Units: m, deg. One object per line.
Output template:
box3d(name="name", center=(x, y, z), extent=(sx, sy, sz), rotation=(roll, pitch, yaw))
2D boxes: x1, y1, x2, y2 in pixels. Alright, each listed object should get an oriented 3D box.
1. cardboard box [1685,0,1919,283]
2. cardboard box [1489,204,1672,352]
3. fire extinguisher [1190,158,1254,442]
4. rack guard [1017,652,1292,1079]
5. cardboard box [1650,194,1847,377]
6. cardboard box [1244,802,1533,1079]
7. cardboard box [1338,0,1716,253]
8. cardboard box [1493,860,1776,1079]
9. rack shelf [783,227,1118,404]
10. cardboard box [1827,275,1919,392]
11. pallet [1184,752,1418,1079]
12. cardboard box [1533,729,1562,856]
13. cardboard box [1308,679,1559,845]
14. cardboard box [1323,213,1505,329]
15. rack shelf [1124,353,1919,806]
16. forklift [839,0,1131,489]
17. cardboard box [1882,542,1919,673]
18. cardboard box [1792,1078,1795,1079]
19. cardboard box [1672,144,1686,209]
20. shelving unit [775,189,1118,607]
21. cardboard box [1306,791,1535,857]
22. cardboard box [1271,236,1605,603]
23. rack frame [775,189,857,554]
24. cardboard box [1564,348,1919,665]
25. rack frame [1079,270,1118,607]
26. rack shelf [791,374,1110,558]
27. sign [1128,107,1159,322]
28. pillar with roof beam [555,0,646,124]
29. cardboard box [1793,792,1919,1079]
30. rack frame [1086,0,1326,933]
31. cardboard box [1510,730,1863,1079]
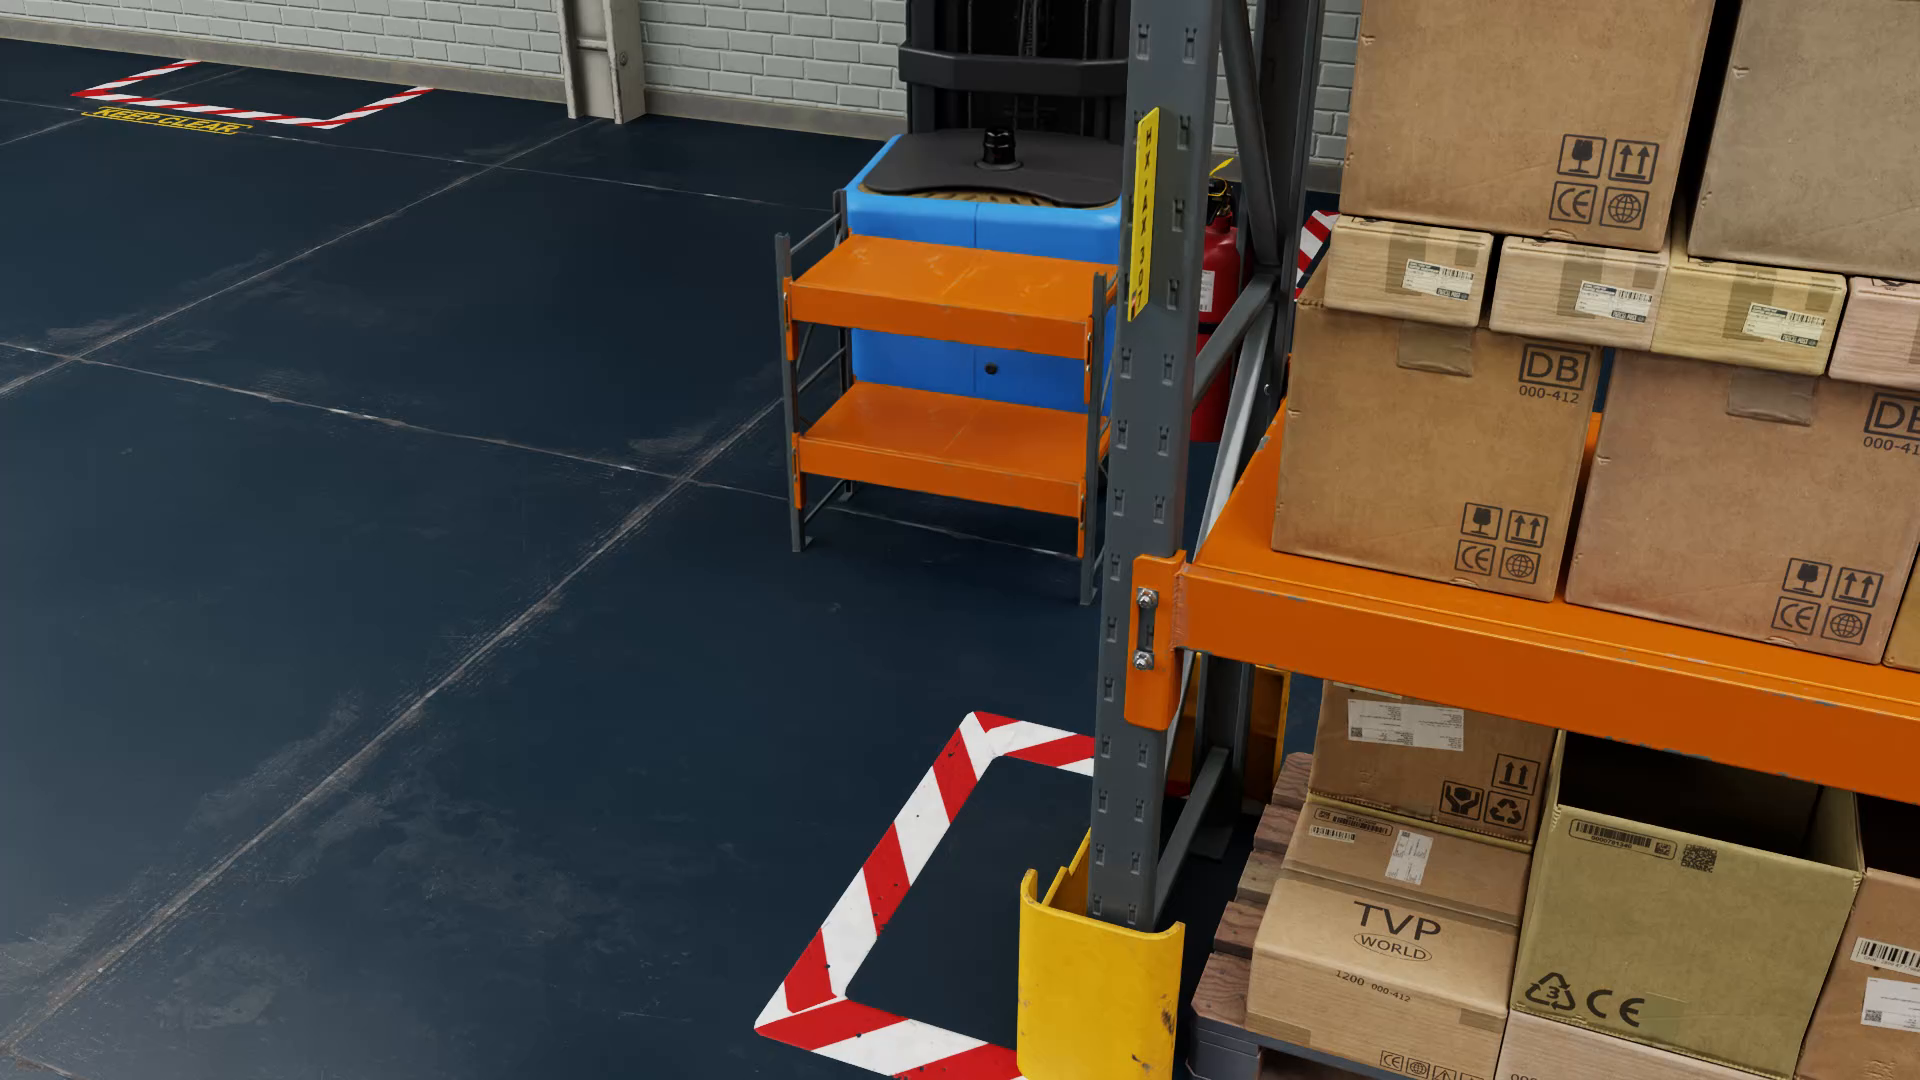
box3d(name="cardboard box", center=(1.473, -0.769, 2.642), extent=(0.500, 0.500, 0.700), rotation=(10, 31, 18))
box3d(name="cardboard box", center=(1.035, -0.465, 2.764), extent=(0.250, 0.149, 0.380), rotation=(10, 31, 18))
box3d(name="fire extinguisher", center=(0.572, -0.558, 3.767), extent=(0.183, 0.674, 0.296), rotation=(11, 31, 19))
box3d(name="rack guard", center=(0.485, 0.726, 3.957), extent=(0.348, 0.500, 1.175), rotation=(11, 31, 19))
box3d(name="cardboard box", center=(1.266, -0.418, 2.681), extent=(0.250, 0.149, 0.380), rotation=(11, 31, 19))
box3d(name="cardboard box", center=(0.920, 0.857, 3.553), extent=(0.500, 0.250, 0.500), rotation=(11, 31, 19))
box3d(name="cardboard box", center=(0.984, -0.864, 2.810), extent=(0.500, 0.500, 0.700), rotation=(11, 31, 19))
box3d(name="cardboard box", center=(1.385, 0.948, 3.392), extent=(0.500, 0.250, 0.500), rotation=(11, 31, 19))
box3d(name="rack shelf", center=(0.005, -0.731, 5.305), extent=(1.000, 0.278, 0.538), rotation=(10, 31, 17))
box3d(name="cardboard box", center=(1.499, -0.371, 2.597), extent=(0.250, 0.149, 0.380), rotation=(11, 31, 18))
box3d(name="pallet", center=(1.231, 0.979, 3.804), extent=(1.213, 0.211, 1.003), rotation=(11, 31, 19))
box3d(name="cardboard box", center=(1.583, 0.708, 3.817), extent=(0.500, 0.250, 0.500), rotation=(11, 31, 19))
box3d(name="cardboard box", center=(1.116, 0.294, 3.788), extent=(0.500, 0.500, 0.500), rotation=(11, 31, 19))
box3d(name="cardboard box", center=(0.790, -0.513, 2.848), extent=(0.250, 0.149, 0.380), rotation=(11, 31, 19))
box3d(name="rack shelf", center=(2.360, 0.325, 2.857), extent=(4.000, 0.370, 1.077), rotation=(11, 31, 19))
box3d(name="forklift", center=(0.383, -2.168, 6.606), extent=(1.130, 2.935, 3.031), rotation=(6, 30, 11))
box3d(name="cardboard box", center=(1.881, -0.120, 2.812), extent=(0.500, 0.500, 0.700), rotation=(12, 31, 19))
box3d(name="cardboard box", center=(1.848, 1.041, 3.228), extent=(0.500, 0.250, 0.500), rotation=(11, 31, 19))
box3d(name="cardboard box", center=(1.413, -0.605, 3.011), extent=(0.250, 0.149, 0.380), rotation=(11, 31, 18))
box3d(name="shelving unit", center=(0.005, -0.476, 5.449), extent=(1.048, 1.125, 0.538), rotation=(10, 31, 17))
box3d(name="cardboard box", center=(1.115, 0.621, 3.971), extent=(0.500, 0.250, 0.500), rotation=(11, 31, 19))
box3d(name="cardboard box", center=(0.935, -0.309, 3.147), extent=(0.500, 0.500, 0.700), rotation=(11, 31, 19))
box3d(name="rack frame", center=(-0.474, -0.560, 5.597), extent=(0.032, 1.125, 0.500), rotation=(10, 31, 17))
box3d(name="cardboard box", center=(1.423, -0.214, 2.979), extent=(0.500, 0.500, 0.700), rotation=(12, 32, 20))
box3d(name="rack frame", center=(0.484, -0.393, 5.302), extent=(0.032, 1.125, 0.500), rotation=(10, 31, 17))
box3d(name="rack shelf", center=(0.005, -0.263, 5.570), extent=(1.000, 0.278, 0.538), rotation=(10, 31, 17))
box3d(name="sign", center=(0.293, -0.517, 2.656), extent=(0.005, 0.325, 0.100), rotation=(11, 31, 19))
box3d(name="pillar with roof beam", center=(-3.838, -4.641, 4.815), extent=(0.400, 9.000, 9.100), rotation=(11, 31, 19))
box3d(name="cardboard box", center=(1.853, 0.709, 3.053), extent=(0.500, 0.500, 0.500), rotation=(11, 31, 19))
box3d(name="rack frame", center=(0.507, -0.358, 3.334), extent=(0.127, 3.000, 1.000), rotation=(11, 31, 19))
box3d(name="cardboard box", center=(1.384, 0.622, 3.206), extent=(0.500, 0.500, 0.500), rotation=(11, 31, 19))
